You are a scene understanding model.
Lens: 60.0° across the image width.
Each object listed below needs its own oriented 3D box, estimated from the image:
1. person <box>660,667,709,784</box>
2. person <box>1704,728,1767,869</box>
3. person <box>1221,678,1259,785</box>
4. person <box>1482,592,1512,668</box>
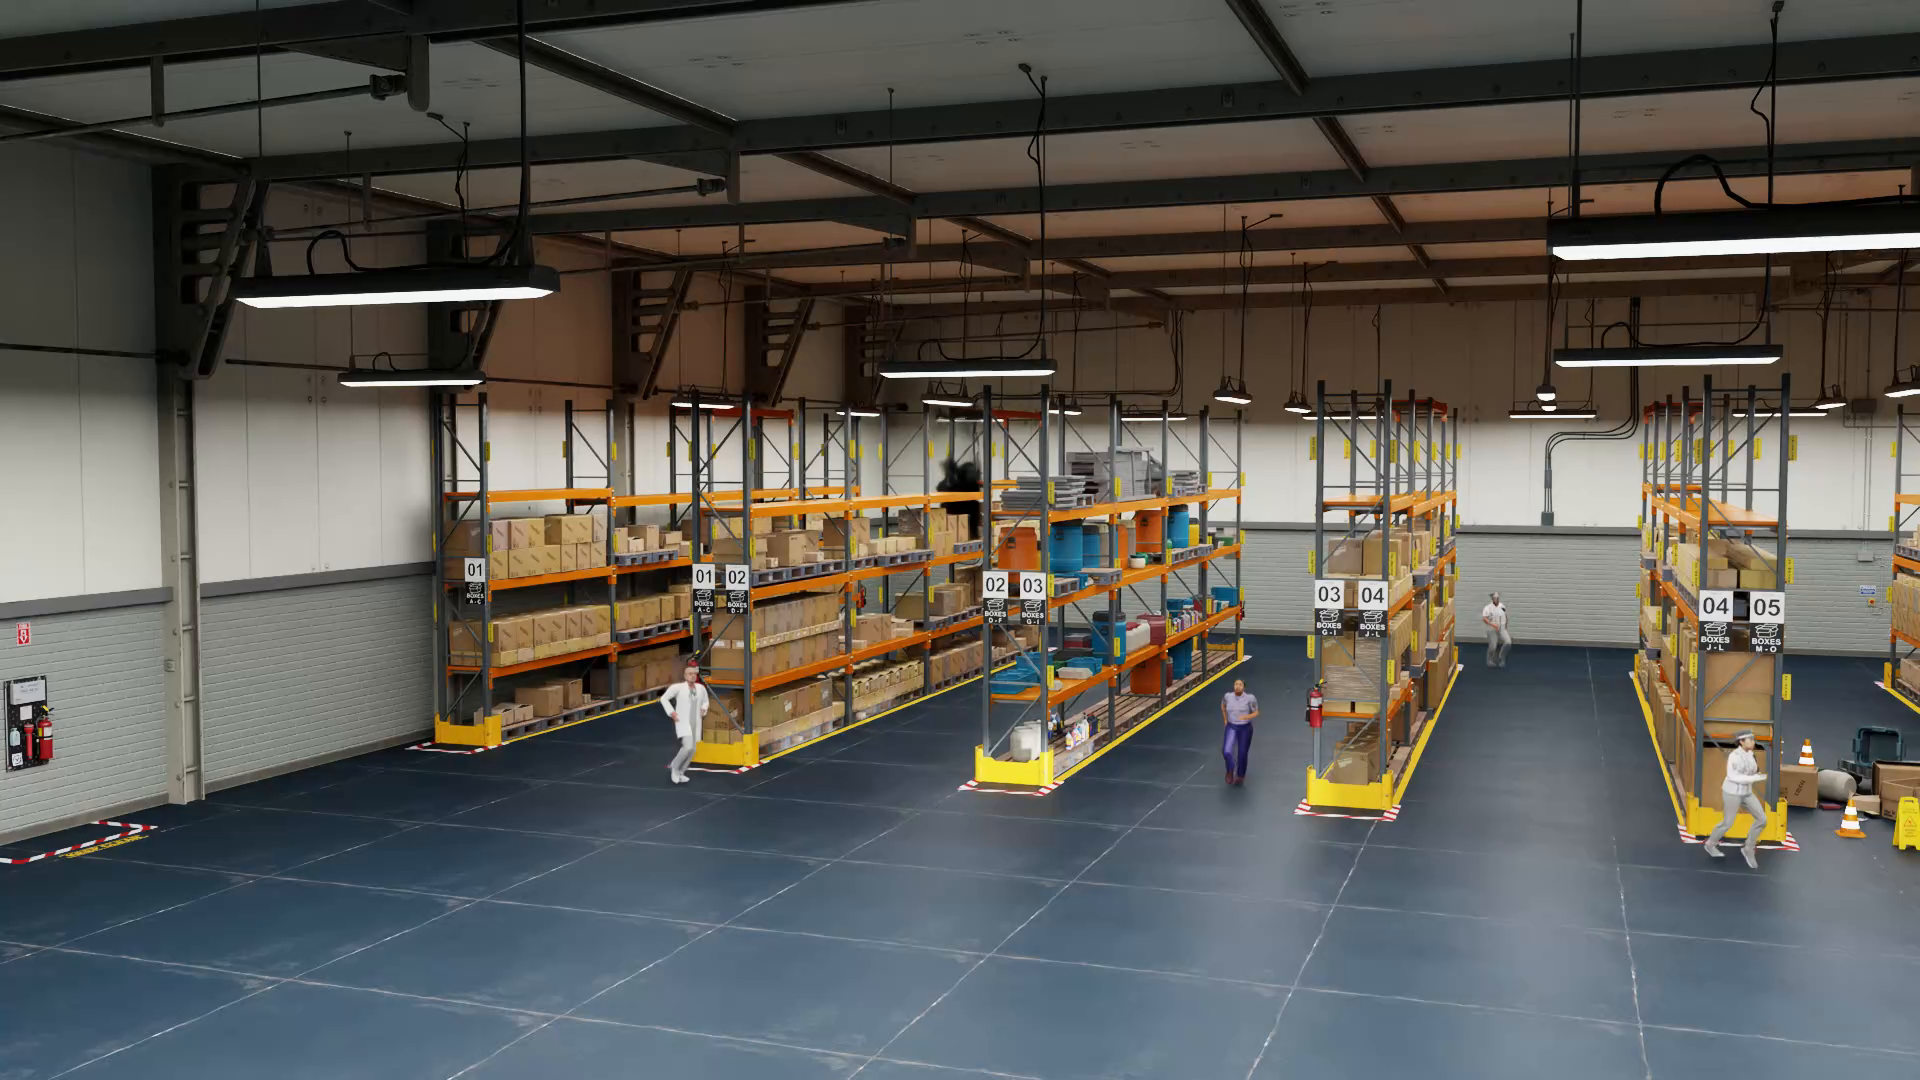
[{"bbox_3d":[-4.090,2.787,25.080,0.741,1.741,0.600,-2,4,-38],"label":"person"},{"bbox_3d":[9.397,3.095,20.116,0.639,1.701,0.810,-2,4,-34],"label":"person"},{"bbox_3d":[4.172,2.863,24.887,0.595,1.616,0.675,1,3,19],"label":"person"},{"bbox_3d":[12.425,2.087,38.494,0.676,1.784,0.651,-1,3,-14],"label":"person"}]
